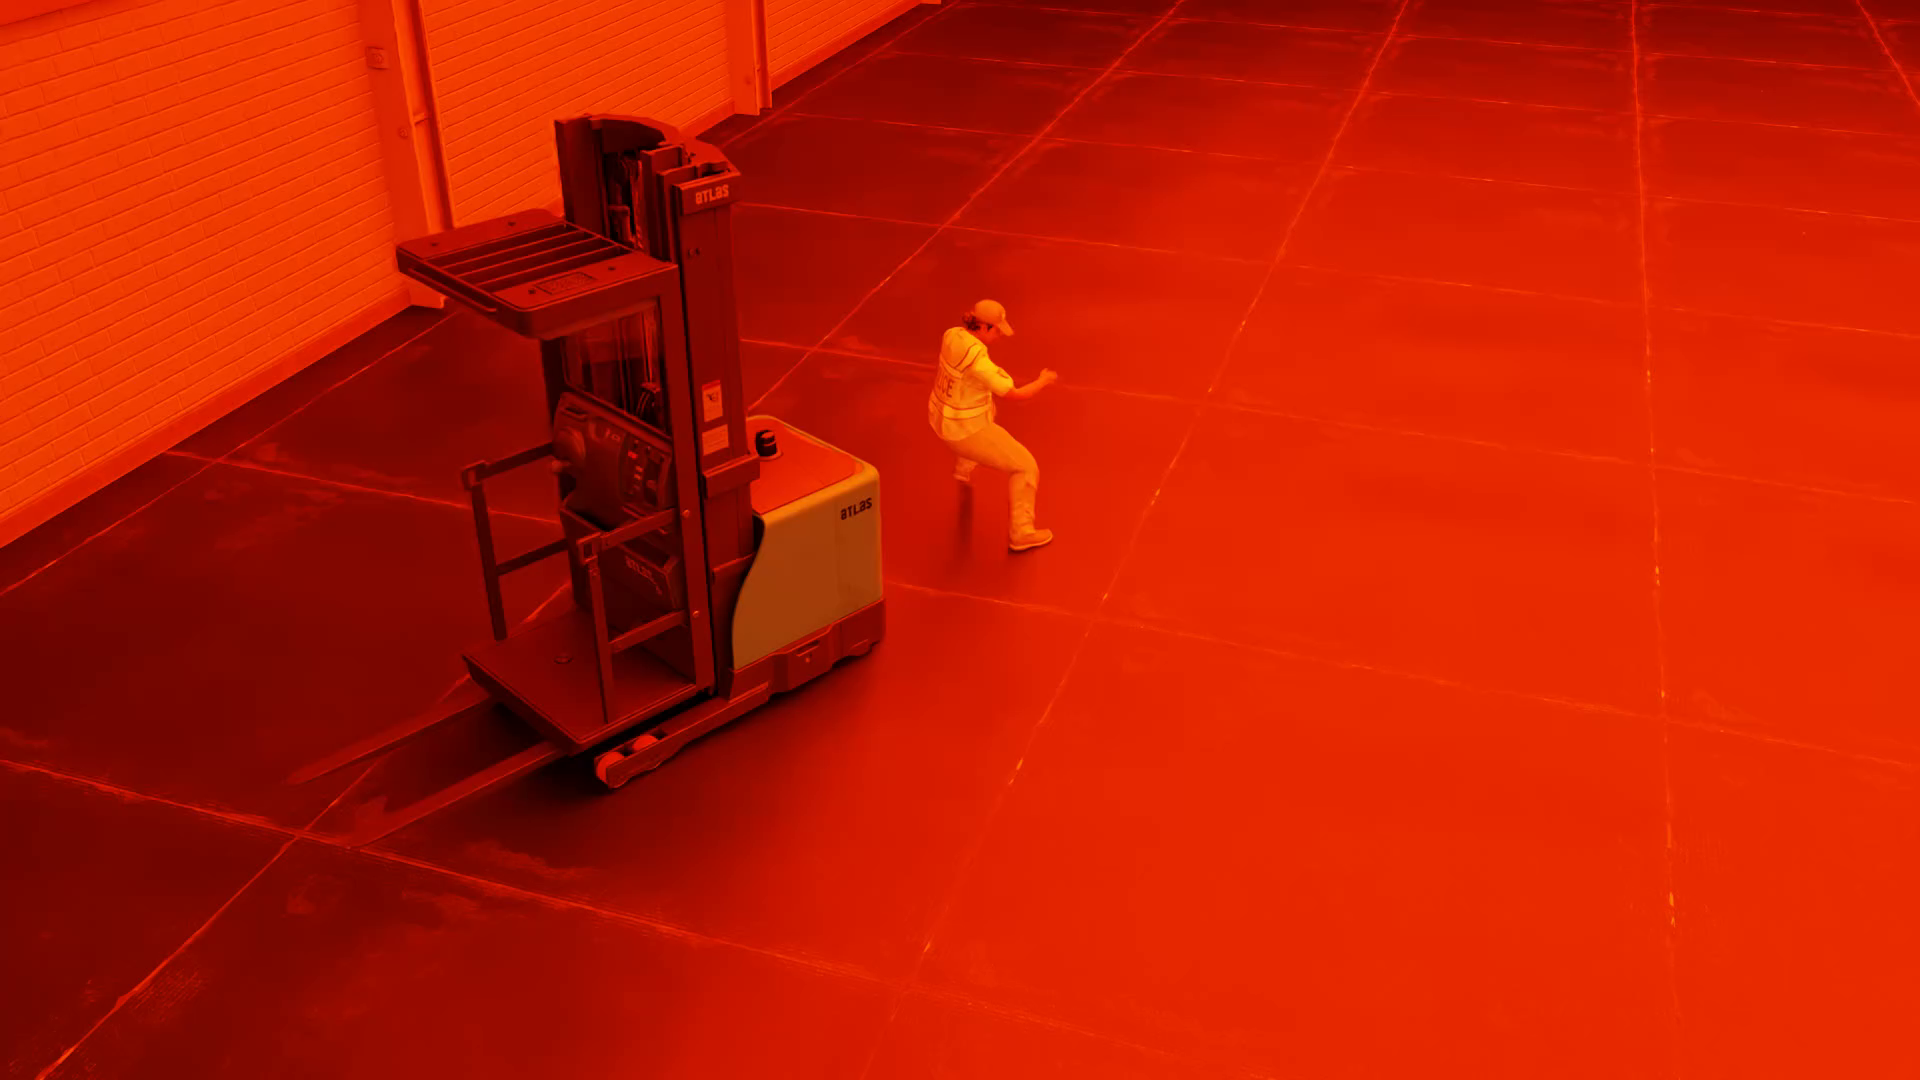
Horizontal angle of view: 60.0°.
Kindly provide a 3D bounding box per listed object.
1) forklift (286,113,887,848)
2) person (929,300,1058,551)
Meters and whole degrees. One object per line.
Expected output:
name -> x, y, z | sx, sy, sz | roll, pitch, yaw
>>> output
forklift -> -1.807, -0.373, 7.791 | 3.031, 2.935, 1.130 | -26, 39, -37
person -> 0.192, -0.789, 10.030 | 0.729, 1.437, 1.027 | -10, 31, -16
